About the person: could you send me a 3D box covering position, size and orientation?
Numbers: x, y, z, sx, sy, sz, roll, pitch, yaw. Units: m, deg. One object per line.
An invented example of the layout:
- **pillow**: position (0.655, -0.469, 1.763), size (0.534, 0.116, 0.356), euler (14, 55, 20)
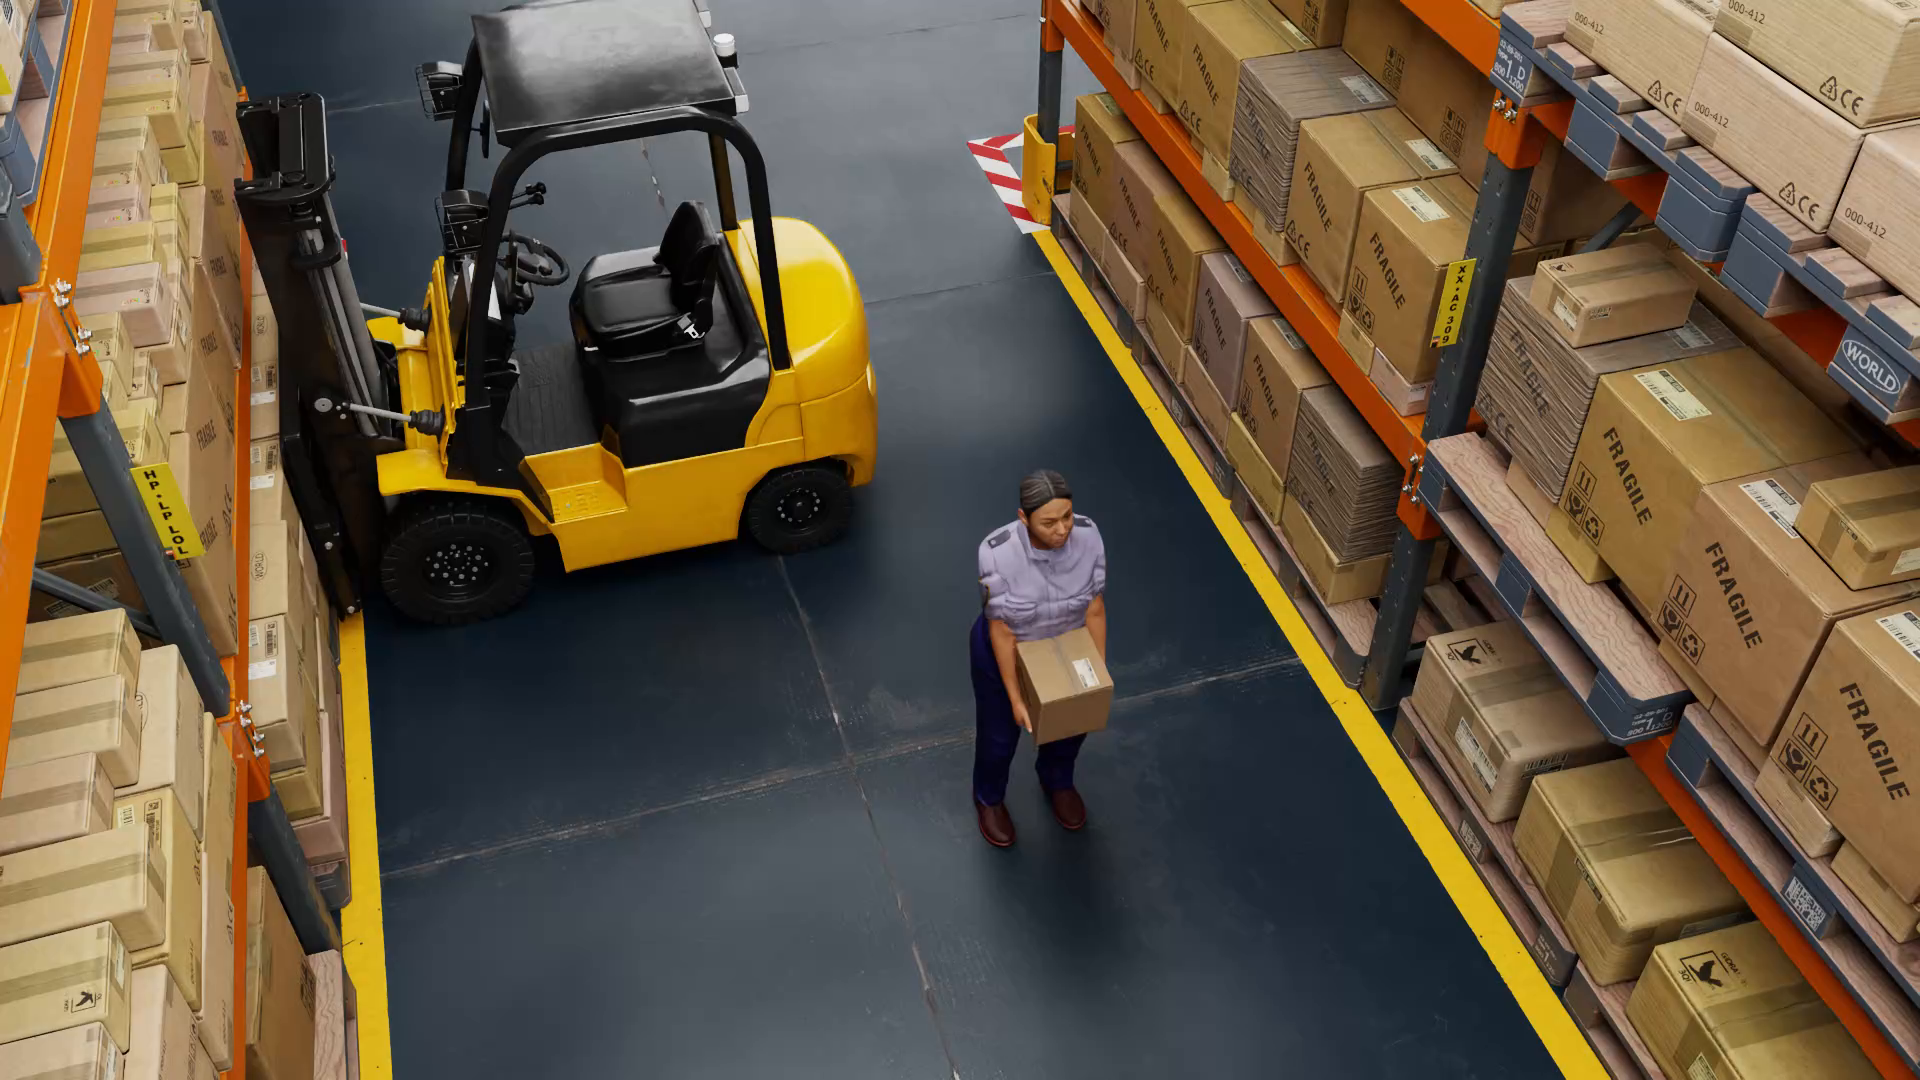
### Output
- **person**: position (0.283, 0.453, 5.695), size (0.435, 1.633, 0.534), euler (-13, 44, -13)
